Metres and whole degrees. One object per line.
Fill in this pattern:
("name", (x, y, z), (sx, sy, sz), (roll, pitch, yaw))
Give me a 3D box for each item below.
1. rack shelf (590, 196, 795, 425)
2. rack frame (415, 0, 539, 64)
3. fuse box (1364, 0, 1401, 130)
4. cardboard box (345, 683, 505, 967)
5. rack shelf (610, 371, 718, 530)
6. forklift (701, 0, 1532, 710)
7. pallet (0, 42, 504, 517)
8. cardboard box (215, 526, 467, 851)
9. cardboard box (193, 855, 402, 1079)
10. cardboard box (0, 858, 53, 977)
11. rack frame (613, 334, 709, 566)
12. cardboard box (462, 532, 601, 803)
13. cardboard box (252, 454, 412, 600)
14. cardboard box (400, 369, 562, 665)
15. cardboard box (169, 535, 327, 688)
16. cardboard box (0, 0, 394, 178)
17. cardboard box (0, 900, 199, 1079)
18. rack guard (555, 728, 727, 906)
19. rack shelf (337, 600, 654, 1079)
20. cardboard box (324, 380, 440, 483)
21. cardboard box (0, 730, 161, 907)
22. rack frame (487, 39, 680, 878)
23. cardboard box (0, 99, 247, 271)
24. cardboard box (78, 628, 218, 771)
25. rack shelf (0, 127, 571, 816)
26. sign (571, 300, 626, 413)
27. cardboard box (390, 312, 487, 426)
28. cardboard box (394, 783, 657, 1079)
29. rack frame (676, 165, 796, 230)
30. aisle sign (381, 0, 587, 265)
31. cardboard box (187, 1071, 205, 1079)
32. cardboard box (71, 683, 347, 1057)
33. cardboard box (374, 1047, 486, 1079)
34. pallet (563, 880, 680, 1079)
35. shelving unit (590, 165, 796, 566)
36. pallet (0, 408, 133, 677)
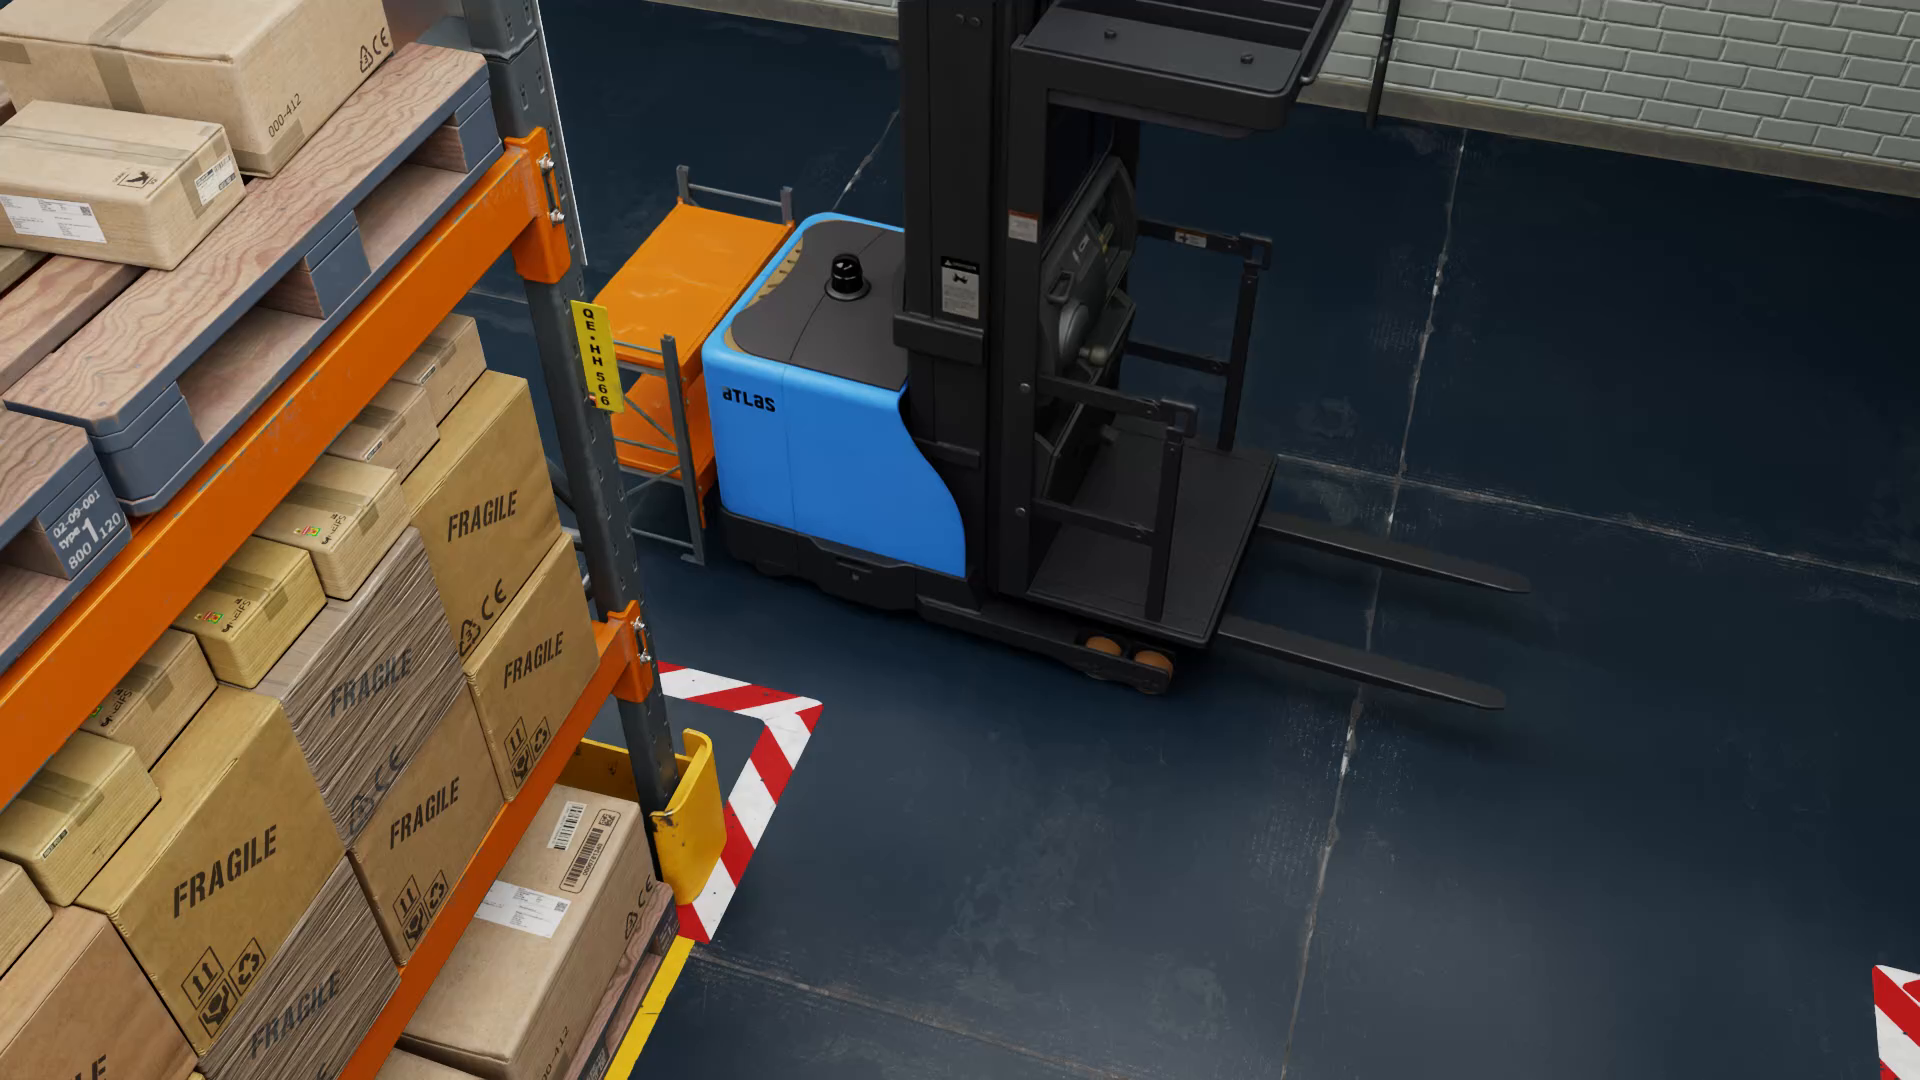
("rack shelf", (-1.073, -0.911, 6.458), (0.538, 0.278, 1.000), (14, 46, 14))
("rack frame", (-1.398, -2.215, 2.579), (1.000, 3.000, 0.127), (13, 46, 13))
("fuse box", (2.245, -2.831, 8.420), (0.539, 1.711, 0.414), (13, 46, 13))
("cardboard box", (-1.459, 0.603, 3.918), (0.500, 0.500, 0.500), (12, 46, 12))
("rack shelf", (-1.072, -0.527, 6.834), (0.538, 0.278, 1.000), (14, 46, 14))
("forklift", (0.625, -0.900, 5.574), (3.031, 2.935, 1.130), (15, 46, 15))
("pallet", (-1.613, -0.614, 3.152), (1.003, 0.211, 1.213), (13, 46, 13))
("cardboard box", (-1.448, 0.263, 3.550), (0.500, 0.500, 0.500), (13, 46, 13))
("cardboard box", (-1.605, 0.948, 3.565), (0.500, 0.500, 0.500), (14, 46, 14))
("cardboard box", (-1.748, 0.619, 2.722), (0.380, 0.149, 0.250), (14, 46, 14))
("rack frame", (-1.248, -0.368, 6.322), (0.500, 1.125, 0.032), (14, 46, 14))
("cardboard box", (-1.292, 0.271, 4.256), (0.500, 0.500, 0.500), (13, 46, 13))
("cardboard box", (-1.368, -0.050, 3.406), (0.380, 0.149, 0.250), (12, 46, 12))
("cardboard box", (-1.318, -0.092, 3.913), (0.500, 0.500, 0.500), (14, 46, 14))
("cardboard box", (-1.484, 0.110, 3.243), (0.380, 0.149, 0.250), (14, 46, 13))
("cardboard box", (-1.449, -0.956, 3.173), (0.500, 0.250, 0.500), (9, 45, 9))
("cardboard box", (-1.755, 0.927, 2.872), (0.500, 0.500, 0.500), (12, 46, 12))
("rack guard", (-1.391, 0.807, 5.568), (1.175, 0.500, 0.348), (13, 46, 13))
("rack shelf", (-2.004, 1.520, 3.567), (1.077, 0.370, 4.000), (13, 46, 13))
("cardboard box", (-1.370, -0.239, 3.600), (0.380, 0.149, 0.250), (13, 46, 13))
("cardboard box", (-1.650, 0.448, 2.897), (0.380, 0.149, 0.250), (14, 46, 13))
("rack frame", (-1.398, -0.070, 4.677), (1.000, 3.000, 0.127), (13, 46, 13))
("cardboard box", (-1.500, -0.623, 2.905), (0.380, 0.149, 0.250), (9, 45, 9))
("cardboard box", (-1.630, 0.269, 3.080), (0.380, 0.149, 0.250), (12, 46, 12))
("rack shelf", (-2.004, 0.448, 2.517), (1.077, 0.370, 4.000), (13, 46, 13))
("sign", (-0.885, -0.445, 4.063), (0.100, 0.325, 0.005), (13, 46, 13))
("cardboard box", (-1.316, -0.414, 3.778), (0.380, 0.149, 0.250), (13, 46, 13))
("cardboard box", (-1.503, 1.156, 4.955), (0.875, 0.438, 0.875), (11, 45, 11))
("rack frame", (-0.897, -1.036, 7.004), (0.500, 1.125, 0.032), (14, 46, 14))
("aisle sign", (-1.081, -0.982, 3.750), (0.394, 0.787, 0.004), (13, 46, 13))
("cardboard box", (-1.749, 1.295, 3.211), (0.500, 0.500, 0.500), (14, 46, 14))
("cardboard box", (-1.601, 0.592, 3.214), (0.500, 0.500, 0.500), (12, 46, 12))
("cardboard box", (-1.772, 1.768, 4.330), (0.875, 0.438, 0.875), (14, 46, 14))
("pallet", (-1.566, 1.476, 5.091), (1.003, 0.211, 1.213), (13, 46, 13))
("shelving unit", (-1.072, -0.702, 6.663), (0.538, 1.125, 1.048), (14, 46, 14))
("pallet", (-1.981, 0.202, 2.318), (1.003, 0.211, 1.213), (13, 46, 13))
